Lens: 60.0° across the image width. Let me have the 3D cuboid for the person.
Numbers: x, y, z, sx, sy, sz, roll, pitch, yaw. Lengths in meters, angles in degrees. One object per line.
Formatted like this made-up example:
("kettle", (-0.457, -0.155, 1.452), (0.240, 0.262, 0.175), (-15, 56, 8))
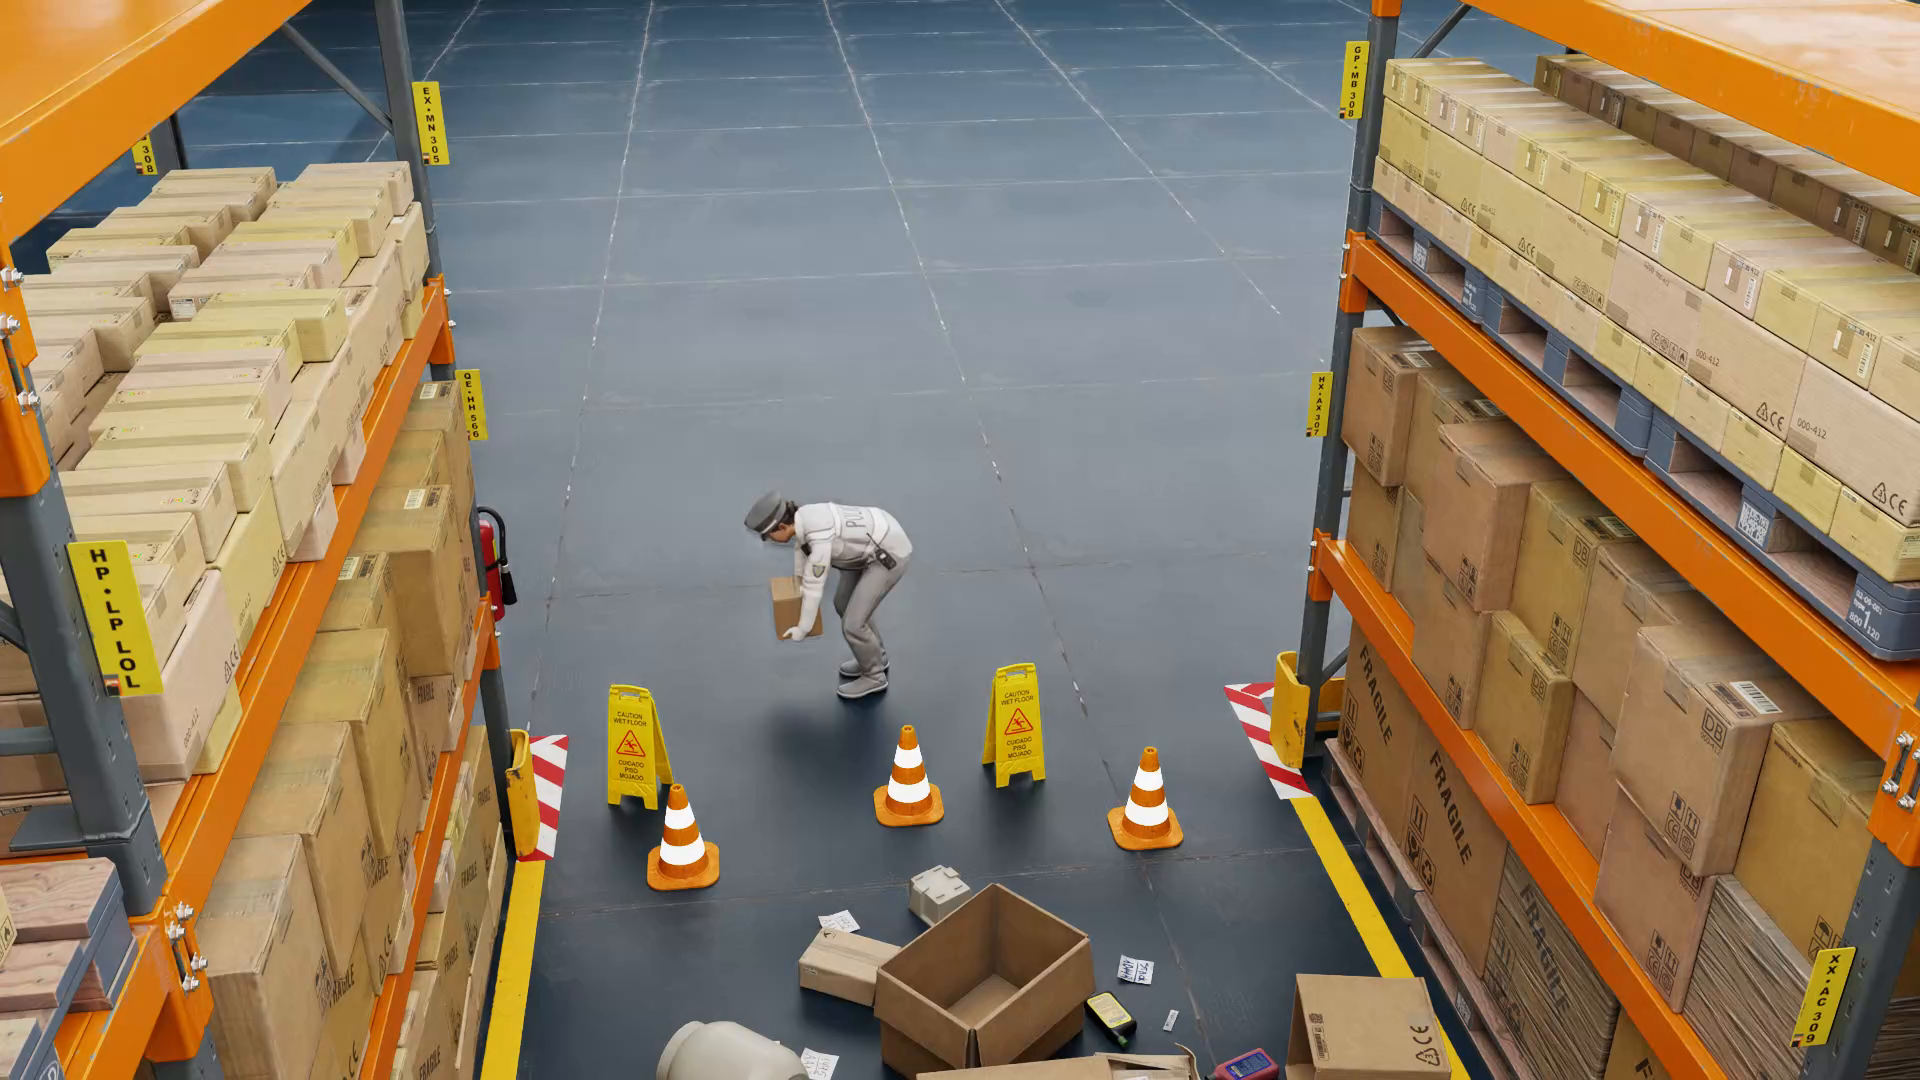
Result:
("person", (-0.703, 0.271, 9.028), (0.895, 1.244, 0.426), (-8, 28, -15))
